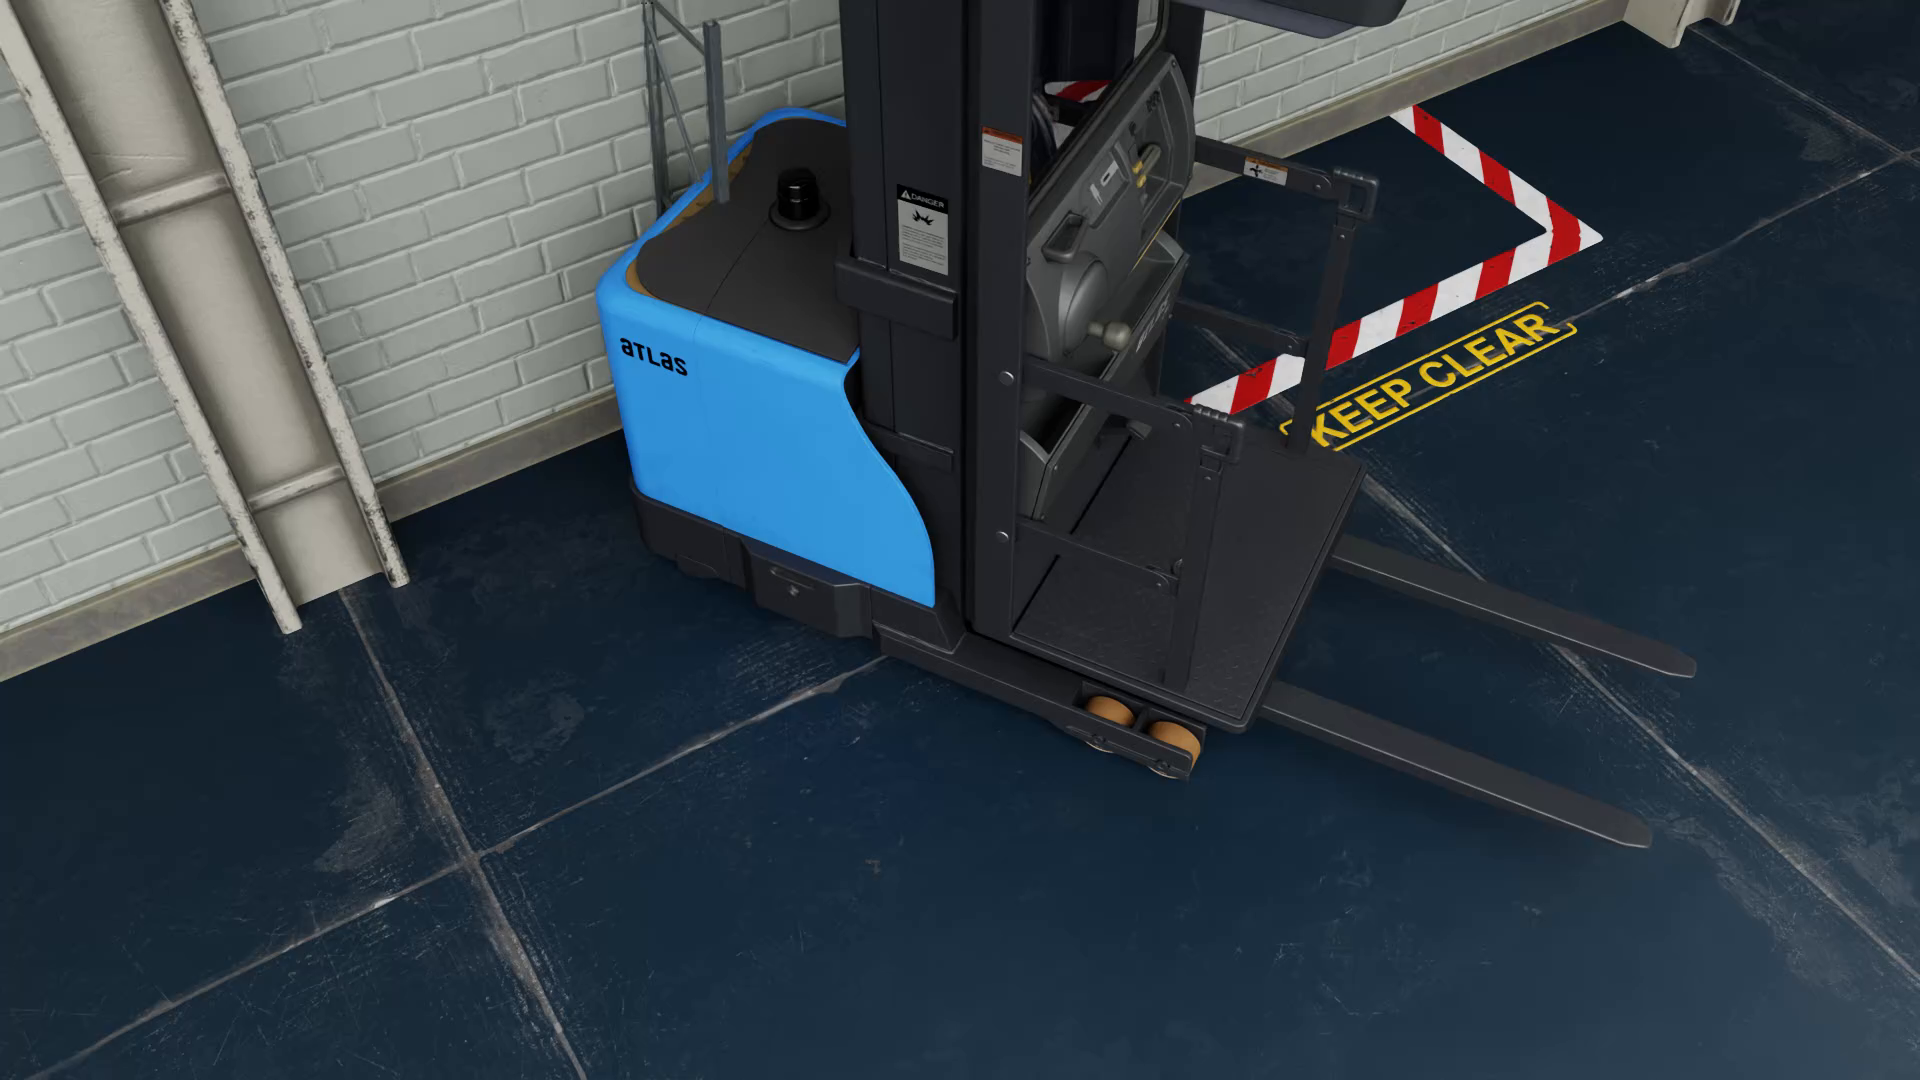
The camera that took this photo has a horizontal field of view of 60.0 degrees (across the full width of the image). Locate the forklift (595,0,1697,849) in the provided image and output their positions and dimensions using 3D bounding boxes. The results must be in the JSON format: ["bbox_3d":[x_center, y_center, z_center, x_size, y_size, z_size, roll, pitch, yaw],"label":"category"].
[{"bbox_3d":[0.557,-0.766,3.970,3.031,2.935,1.130,20,51,17],"label":"forklift"}]

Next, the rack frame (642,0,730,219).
[{"bbox_3d":[-0.787,-0.903,4.910,0.032,1.500,0.500,-20,47,-24],"label":"rack frame"}]

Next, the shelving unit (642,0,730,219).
[{"bbox_3d":[-0.342,-1.065,5.119,1.083,1.500,0.587,-20,47,-24],"label":"shelving unit"}]

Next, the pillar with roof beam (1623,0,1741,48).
[{"bbox_3d":[5.427,-2.555,1.500,0.400,9.000,9.100,-25,53,-21],"label":"pillar with roof beam"}]
